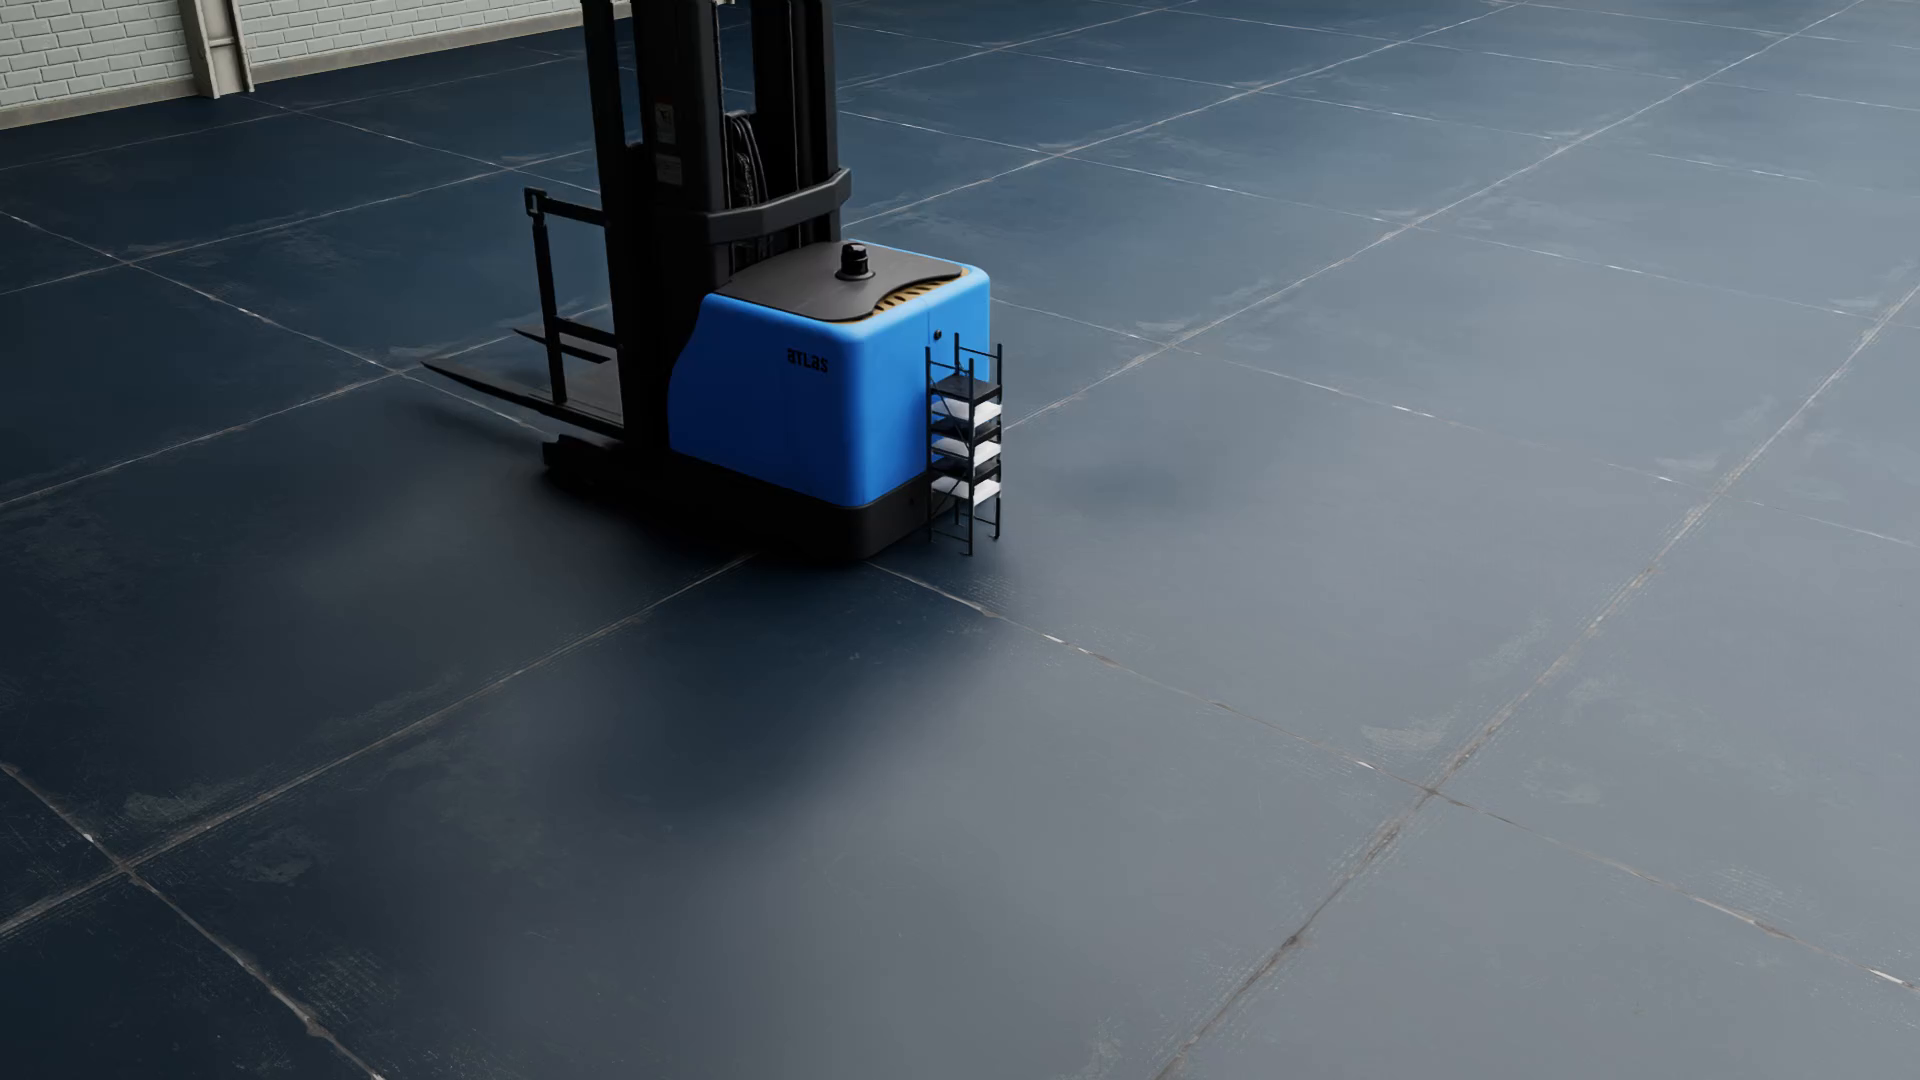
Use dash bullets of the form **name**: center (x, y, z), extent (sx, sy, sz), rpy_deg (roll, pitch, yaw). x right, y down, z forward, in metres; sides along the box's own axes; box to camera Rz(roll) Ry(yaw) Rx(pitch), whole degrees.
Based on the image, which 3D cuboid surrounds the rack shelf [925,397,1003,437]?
- **rack shelf**: center (0.017, -0.530, 6.976), extent (0.258, 0.077, 0.200), rpy_deg (18, 32, 31)

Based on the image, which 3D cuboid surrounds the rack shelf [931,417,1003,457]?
- **rack shelf**: center (0.017, -0.450, 7.018), extent (0.258, 0.077, 0.200), rpy_deg (18, 32, 31)

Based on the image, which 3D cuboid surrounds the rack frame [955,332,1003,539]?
- **rack frame**: center (0.076, -0.438, 7.117), extent (0.240, 0.900, 0.006), rpy_deg (18, 32, 31)

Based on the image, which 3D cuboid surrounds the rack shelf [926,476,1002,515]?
- **rack shelf**: center (0.017, -0.210, 7.142), extent (0.258, 0.077, 0.200), rpy_deg (18, 32, 31)

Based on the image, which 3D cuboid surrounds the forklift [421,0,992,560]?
- **forklift**: center (-1.348, -1.737, 7.418), extent (3.031, 2.935, 1.130), rpy_deg (18, 33, 31)

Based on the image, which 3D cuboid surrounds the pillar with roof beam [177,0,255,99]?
- **pillar with roof beam**: center (-3.349, -6.806, 10.613), extent (9.100, 9.000, 0.400), rpy_deg (21, 34, 34)

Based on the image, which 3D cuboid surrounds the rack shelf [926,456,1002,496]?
- **rack shelf**: center (0.017, -0.290, 7.100), extent (0.258, 0.077, 0.200), rpy_deg (18, 32, 31)

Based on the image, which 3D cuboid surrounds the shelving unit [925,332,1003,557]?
- **shelving unit**: center (0.017, -0.400, 7.044), extent (0.258, 0.900, 0.210), rpy_deg (18, 32, 31)

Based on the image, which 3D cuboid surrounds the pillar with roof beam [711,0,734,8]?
- **pillar with roof beam**: center (0.467, -8.933, 14.725), extent (9.100, 9.000, 0.400), rpy_deg (21, 34, 34)

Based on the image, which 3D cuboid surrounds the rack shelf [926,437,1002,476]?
- **rack shelf**: center (0.017, -0.370, 7.059), extent (0.258, 0.077, 0.200), rpy_deg (18, 32, 31)

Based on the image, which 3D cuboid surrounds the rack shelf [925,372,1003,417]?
- **rack shelf**: center (0.017, -0.610, 6.935), extent (0.258, 0.077, 0.200), rpy_deg (18, 32, 31)

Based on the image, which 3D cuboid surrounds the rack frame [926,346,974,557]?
- **rack frame**: center (-0.042, -0.362, 6.970), extent (0.240, 0.900, 0.006), rpy_deg (18, 32, 31)
